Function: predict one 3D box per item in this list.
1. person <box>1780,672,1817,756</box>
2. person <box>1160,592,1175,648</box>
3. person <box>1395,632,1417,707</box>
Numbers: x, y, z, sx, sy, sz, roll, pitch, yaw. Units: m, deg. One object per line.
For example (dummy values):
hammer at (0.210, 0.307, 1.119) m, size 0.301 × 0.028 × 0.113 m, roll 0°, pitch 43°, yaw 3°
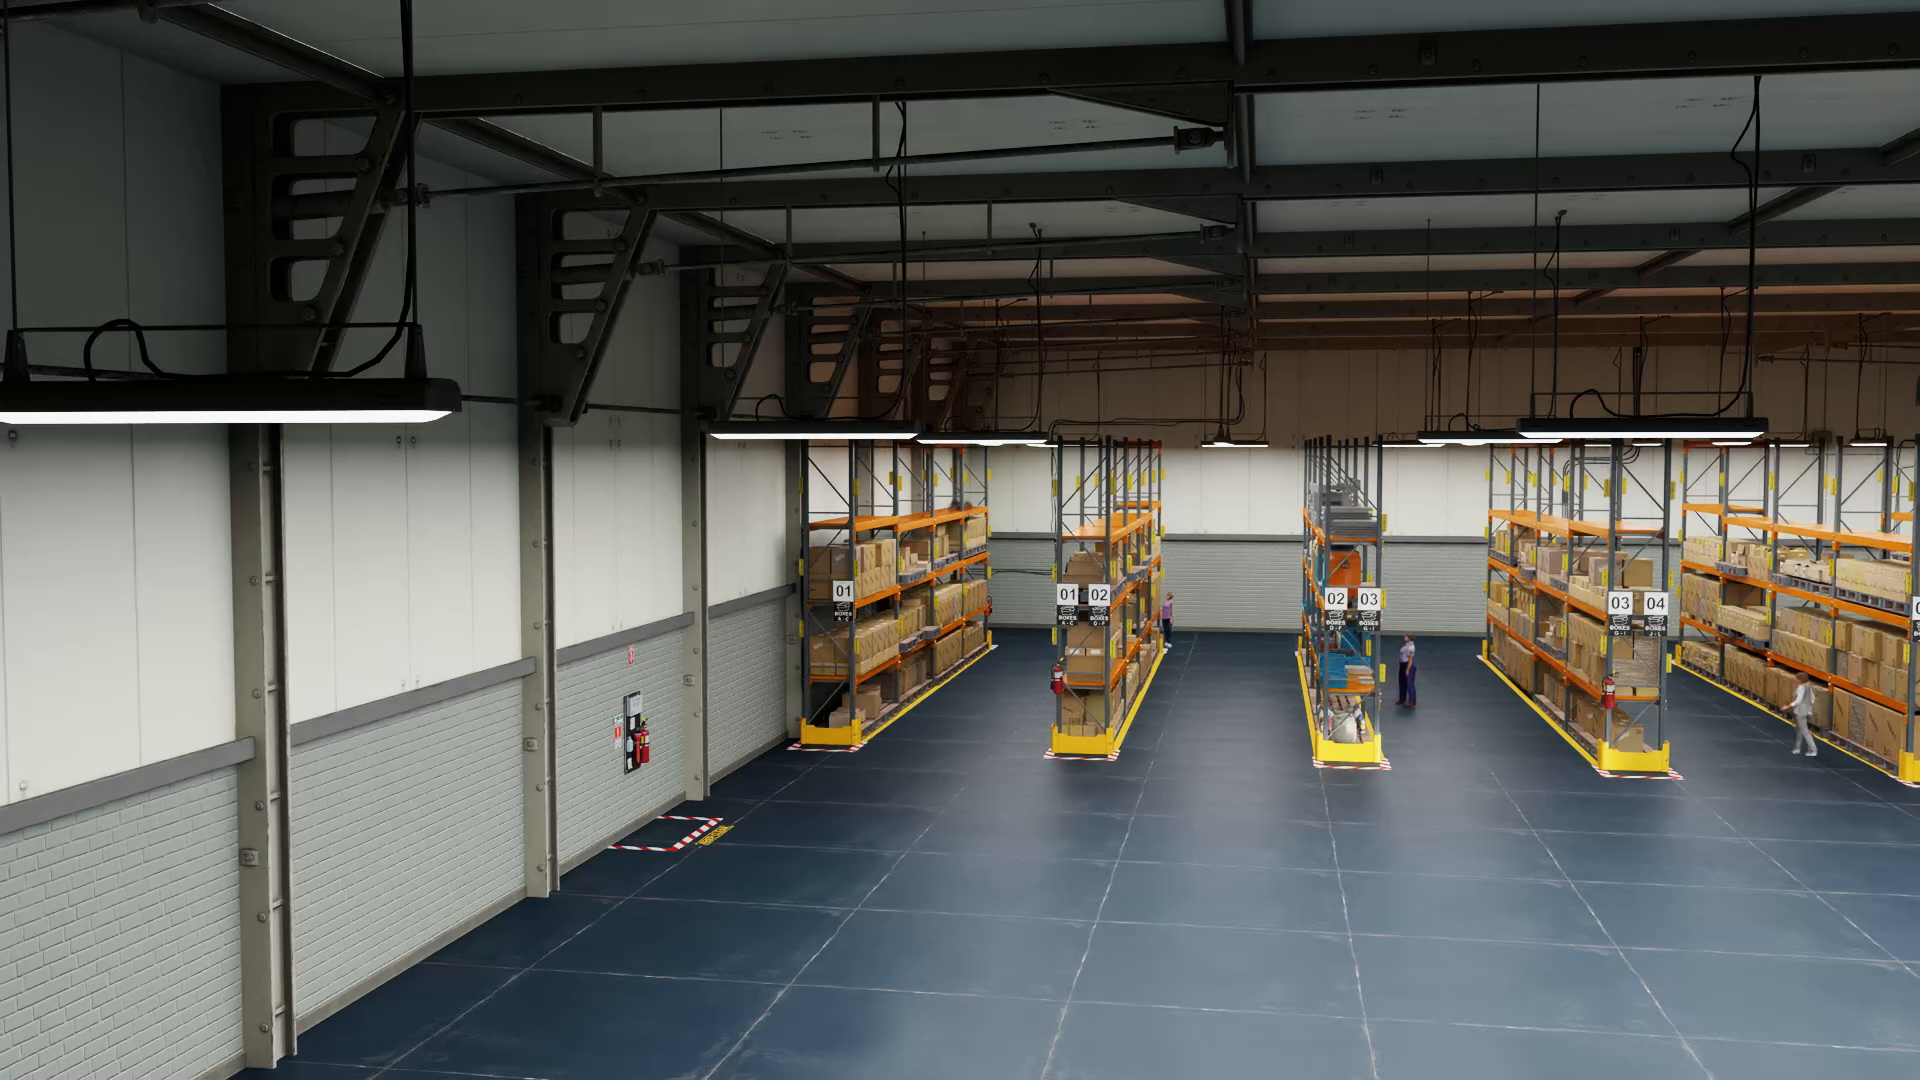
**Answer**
person at (15.808, 3.282, 31.177) m, size 0.563 × 1.640 × 0.703 m, roll -1°, pitch 3°, yaw -25°
person at (6.053, 2.321, 48.486) m, size 0.434 × 1.616 × 0.504 m, roll 2°, pitch 4°, yaw 28°
person at (10.011, 2.891, 37.293) m, size 0.411 × 1.631 × 0.544 m, roll -1°, pitch 3°, yaw -10°
